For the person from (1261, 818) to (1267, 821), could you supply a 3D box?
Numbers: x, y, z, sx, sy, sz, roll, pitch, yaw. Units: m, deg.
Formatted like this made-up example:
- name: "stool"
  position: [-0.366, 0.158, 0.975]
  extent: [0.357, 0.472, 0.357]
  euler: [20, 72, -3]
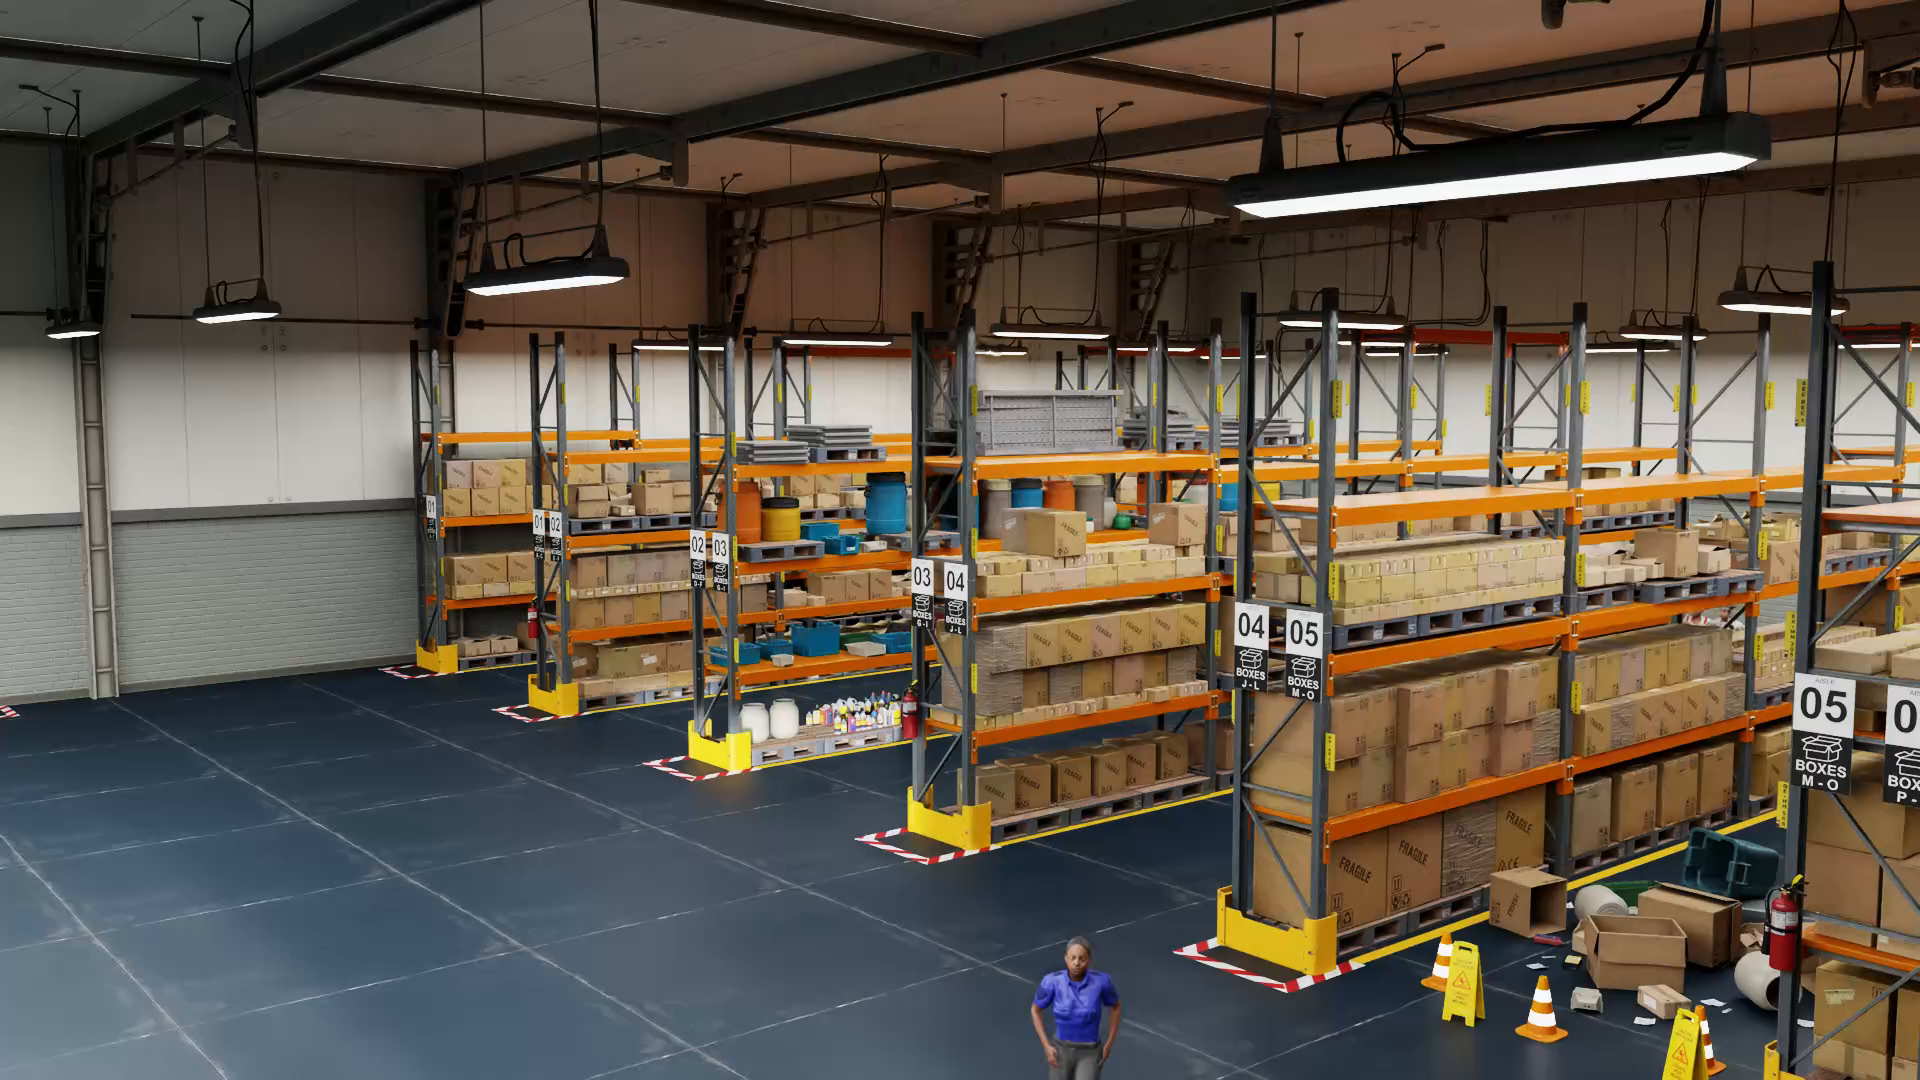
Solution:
- name: "person"
  position: [3.559, 2.586, 18.341]
  extent: [0.682, 1.841, 0.733]
  euler: [5, 7, 43]

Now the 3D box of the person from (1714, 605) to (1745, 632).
- name: "person"
  position: [12.336, 1.858, 26.825]
  extent: [0.629, 1.707, 0.668]
  euler: [5, 7, 45]

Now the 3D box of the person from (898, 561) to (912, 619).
- name: "person"
  position: [-0.961, 1.264, 32.900]
  extent: [0.705, 1.709, 0.661]
  euler: [5, 7, 44]

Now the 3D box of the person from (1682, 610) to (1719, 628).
- name: "person"
  position: [11.665, 1.823, 26.370]
  extent: [0.664, 1.771, 0.932]
  euler: [5, 7, 42]

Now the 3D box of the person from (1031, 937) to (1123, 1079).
- name: "person"
  position: [0.761, 3.417, 10.874]
  extent: [0.600, 1.540, 0.745]
  euler: [0, 5, 5]
